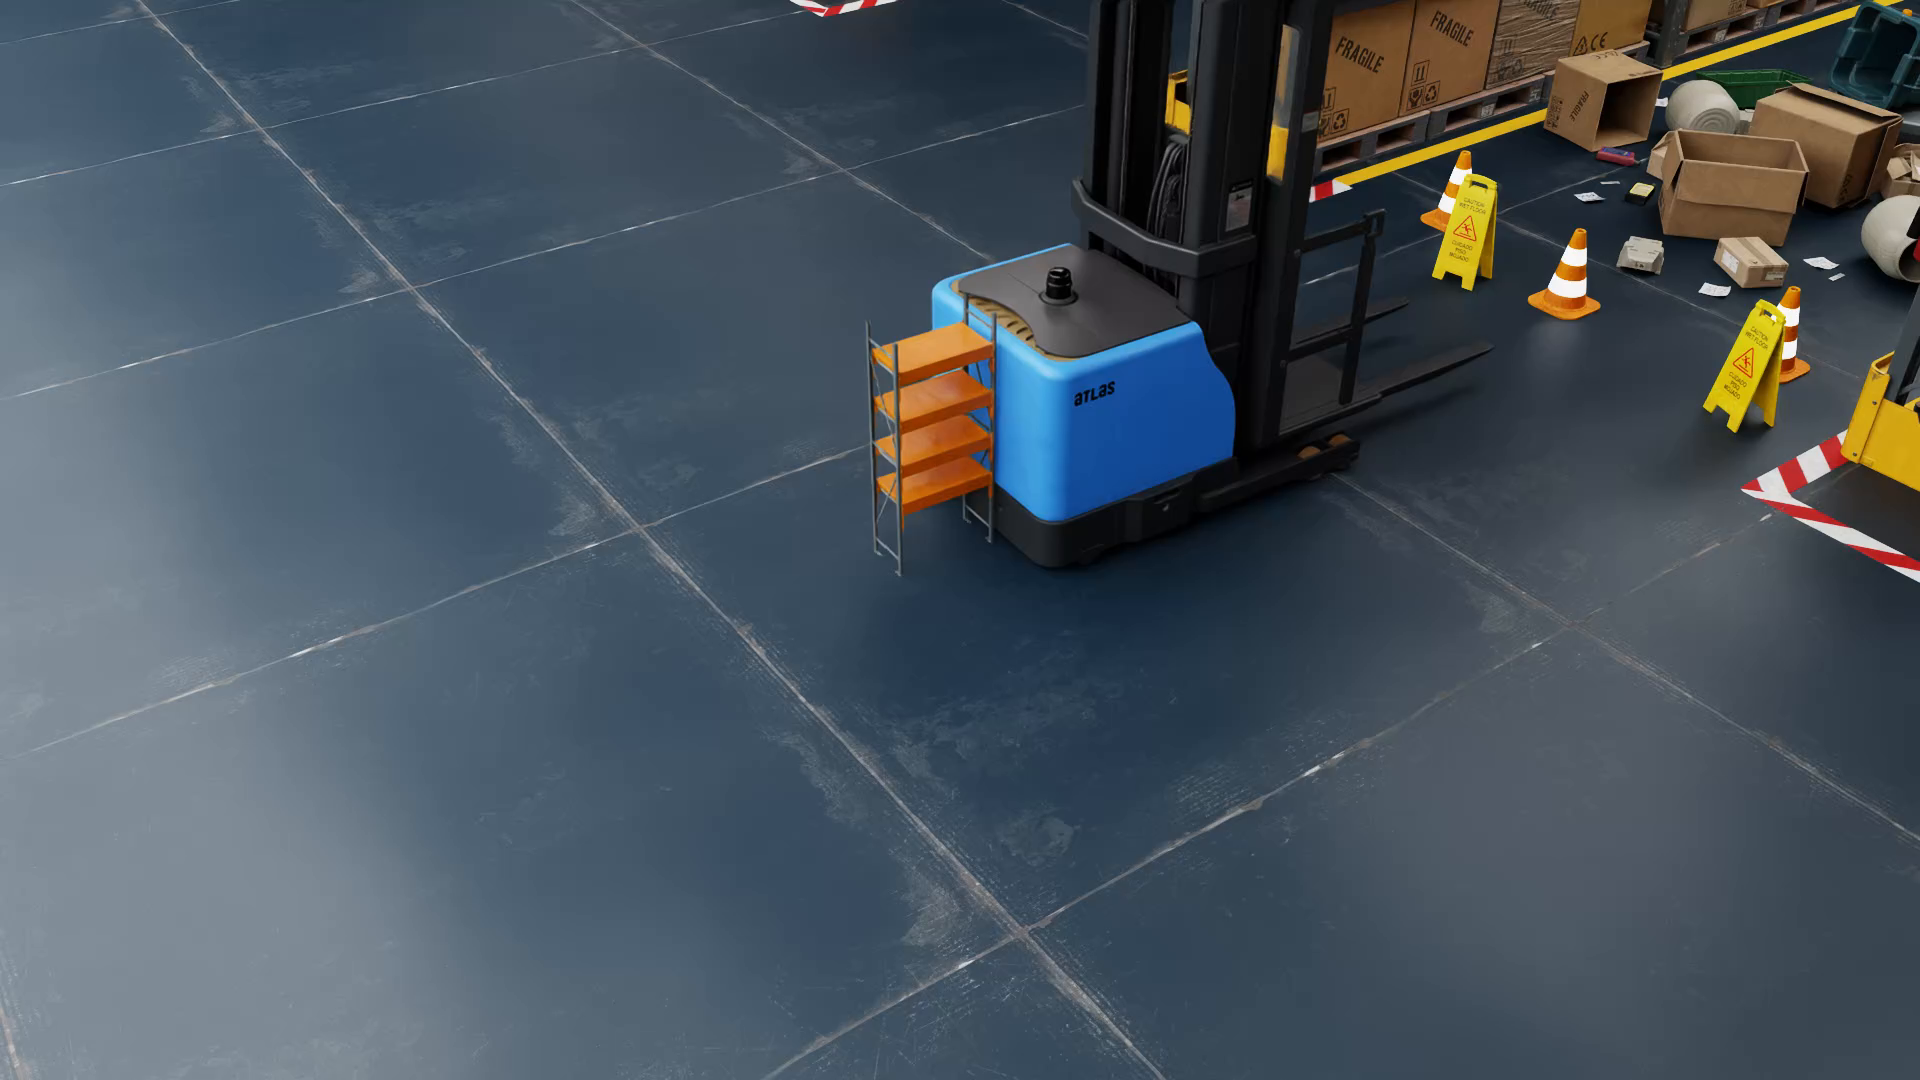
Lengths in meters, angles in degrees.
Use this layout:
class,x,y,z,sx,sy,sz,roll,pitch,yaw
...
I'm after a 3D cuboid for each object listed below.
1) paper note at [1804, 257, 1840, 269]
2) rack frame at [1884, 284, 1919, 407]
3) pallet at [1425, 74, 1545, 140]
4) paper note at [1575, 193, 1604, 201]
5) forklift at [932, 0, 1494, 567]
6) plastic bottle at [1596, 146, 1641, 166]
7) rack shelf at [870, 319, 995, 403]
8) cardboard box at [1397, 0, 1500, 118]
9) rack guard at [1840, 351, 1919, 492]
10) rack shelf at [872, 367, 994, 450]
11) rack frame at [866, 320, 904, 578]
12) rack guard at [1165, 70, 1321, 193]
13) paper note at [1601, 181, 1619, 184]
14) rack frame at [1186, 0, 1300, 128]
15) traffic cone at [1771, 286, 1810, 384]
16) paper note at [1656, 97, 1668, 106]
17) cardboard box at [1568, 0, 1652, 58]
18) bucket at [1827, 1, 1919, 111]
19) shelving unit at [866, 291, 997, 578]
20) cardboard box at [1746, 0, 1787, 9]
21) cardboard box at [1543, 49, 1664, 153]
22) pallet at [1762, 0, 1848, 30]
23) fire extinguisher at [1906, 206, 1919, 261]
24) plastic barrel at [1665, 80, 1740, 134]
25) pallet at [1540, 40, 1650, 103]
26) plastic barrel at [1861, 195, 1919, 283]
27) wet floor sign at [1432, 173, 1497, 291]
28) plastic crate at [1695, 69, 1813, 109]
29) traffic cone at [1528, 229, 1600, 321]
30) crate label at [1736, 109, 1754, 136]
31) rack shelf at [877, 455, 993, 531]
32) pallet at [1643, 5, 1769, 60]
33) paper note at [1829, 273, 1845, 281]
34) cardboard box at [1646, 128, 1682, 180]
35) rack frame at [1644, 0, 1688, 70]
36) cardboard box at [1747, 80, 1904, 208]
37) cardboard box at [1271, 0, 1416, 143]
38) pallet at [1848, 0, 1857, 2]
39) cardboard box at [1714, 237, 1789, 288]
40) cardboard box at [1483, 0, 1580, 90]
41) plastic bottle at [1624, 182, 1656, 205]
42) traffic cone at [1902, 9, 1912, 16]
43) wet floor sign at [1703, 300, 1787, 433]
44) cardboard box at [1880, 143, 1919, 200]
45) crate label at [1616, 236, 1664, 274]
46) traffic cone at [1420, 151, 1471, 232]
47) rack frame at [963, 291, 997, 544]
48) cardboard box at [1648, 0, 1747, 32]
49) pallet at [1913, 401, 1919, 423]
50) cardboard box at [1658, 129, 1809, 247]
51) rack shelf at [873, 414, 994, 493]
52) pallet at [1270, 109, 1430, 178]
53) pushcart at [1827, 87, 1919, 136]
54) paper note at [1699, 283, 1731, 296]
class,x,y,z,sx,sy,sz,roll,pitch,yaw
paper note,5.220,-1.683,10.073,0.142,0.019,0.148,-9,37,-12
rack frame,4.813,-1.411,7.142,0.127,3.000,1.000,-22,41,-28
pallet,3.484,-3.321,12.187,1.213,0.211,1.003,-22,41,-28
paper note,4.105,-2.236,10.835,0.142,0.017,0.144,-9,37,-12
forklift,1.374,-1.720,7.632,3.031,2.935,1.130,-21,41,-26
plastic bottle,4.497,-2.607,11.322,0.283,0.061,0.133,22,41,28
rack shelf,-0.120,-0.771,7.122,0.480,0.148,0.258,-21,41,-26
cardboard box,3.113,-3.604,11.652,0.875,0.875,0.875,-23,42,-29
rack guard,4.875,-0.421,7.908,0.348,0.500,1.175,-22,41,-28
rack shelf,-0.120,-0.579,7.260,0.480,0.148,0.258,-21,41,-26
rack frame,-0.325,-0.375,7.244,0.015,1.200,0.240,-21,41,-26
rack guard,1.860,-2.716,11.099,0.348,0.500,1.175,-22,41,-28
paper note,4.317,-2.372,11.039,0.123,0.001,0.032,-3,36,-4
rack frame,1.879,-3.739,10.380,0.127,3.000,1.000,-22,41,-28
traffic cone,4.422,-1.141,8.940,0.334,0.463,0.336,-22,41,-28
paper note,5.121,-3.221,12.202,0.147,0.020,0.142,9,37,12
cardboard box,4.594,-4.214,12.501,0.875,0.875,0.875,-22,41,-27
bucket,6.366,-3.227,11.169,0.620,0.611,0.726,-1,34,-18
shelving unit,-0.120,-0.452,7.351,0.503,1.200,0.258,-21,41,-26
cardboard box,6.395,-4.916,13.584,0.750,0.750,1.050,-22,41,-28
cardboard box,4.471,-3.059,11.573,0.500,0.500,0.500,-15,38,-20
pallet,6.734,-4.661,14.050,1.213,0.211,1.003,-22,41,-28
fire extinguisher,4.454,-1.561,7.417,0.183,0.674,0.296,-22,41,-28
plastic barrel,5.105,-2.925,11.454,0.421,0.421,0.512,3,36,4
pallet,4.482,-3.734,12.761,1.213,0.211,1.003,-22,41,-28
plastic barrel,5.630,-1.782,9.865,0.421,0.421,0.512,3,36,4
wet floor sign,2.996,-1.829,9.740,0.267,0.644,0.232,30,45,35
plastic crate,5.761,-3.283,12.104,0.662,0.188,0.450,-3,26,-4
traffic cone,3.504,-1.557,9.518,0.334,0.463,0.336,-22,41,-28
crate label,5.525,-2.933,11.711,0.298,0.136,0.250,9,37,12
rack shelf,-0.120,-0.237,7.507,0.480,0.148,0.258,-21,41,-26
pallet,5.736,-4.248,13.476,1.213,0.211,1.003,-22,41,-28
paper note,5.235,-1.571,9.925,0.123,0.001,0.032,-22,41,-28
cardboard box,4.805,-2.518,11.023,0.258,0.266,0.396,-15,38,-20
rack frame,5.149,-5.085,12.251,0.127,3.000,1.000,-22,41,-28
cardboard box,5.550,-2.570,10.776,0.503,0.637,0.797,-22,41,-28
cardboard box,2.395,-3.307,11.239,0.875,0.875,0.875,-22,41,-28
pallet,7.730,-5.069,14.617,1.213,0.211,1.003,-22,41,-28
cardboard box,4.720,-1.658,9.928,0.250,0.149,0.380,-3,36,-4
cardboard box,3.860,-3.909,12.077,0.875,0.875,0.875,-22,41,-28
plastic bottle,4.451,-2.275,10.860,0.133,0.061,0.283,22,41,28
traffic cone,7.115,-3.785,12.617,0.334,0.463,0.336,-22,41,-28
wet floor sign,4.042,-0.902,8.451,0.232,0.644,0.267,-9,37,-12
cardboard box,6.181,-2.397,10.855,0.258,0.266,0.396,9,37,12
crate label,4.111,-1.718,10.022,0.250,0.136,0.298,15,38,20
traffic cone,3.131,-2.210,10.427,0.334,0.463,0.336,-22,41,-28
rack frame,0.085,-0.530,7.459,0.015,1.200,0.240,-21,41,-26
cardboard box,5.604,-4.594,13.135,0.750,0.750,1.050,-23,41,-28
pallet,5.560,-0.561,8.349,1.213,0.211,1.003,-22,41,-28
cardboard box,4.791,-2.196,10.373,0.797,0.503,0.637,9,37,12
rack shelf,-0.120,-0.398,7.391,0.480,0.148,0.258,-21,41,-26
pallet,2.488,-2.913,11.620,1.213,0.211,1.003,-22,41,-28
pushcart,6.729,-2.763,11.268,1.648,0.377,0.936,22,41,28
paper note,4.439,-1.473,9.772,0.148,0.019,0.142,22,41,28
